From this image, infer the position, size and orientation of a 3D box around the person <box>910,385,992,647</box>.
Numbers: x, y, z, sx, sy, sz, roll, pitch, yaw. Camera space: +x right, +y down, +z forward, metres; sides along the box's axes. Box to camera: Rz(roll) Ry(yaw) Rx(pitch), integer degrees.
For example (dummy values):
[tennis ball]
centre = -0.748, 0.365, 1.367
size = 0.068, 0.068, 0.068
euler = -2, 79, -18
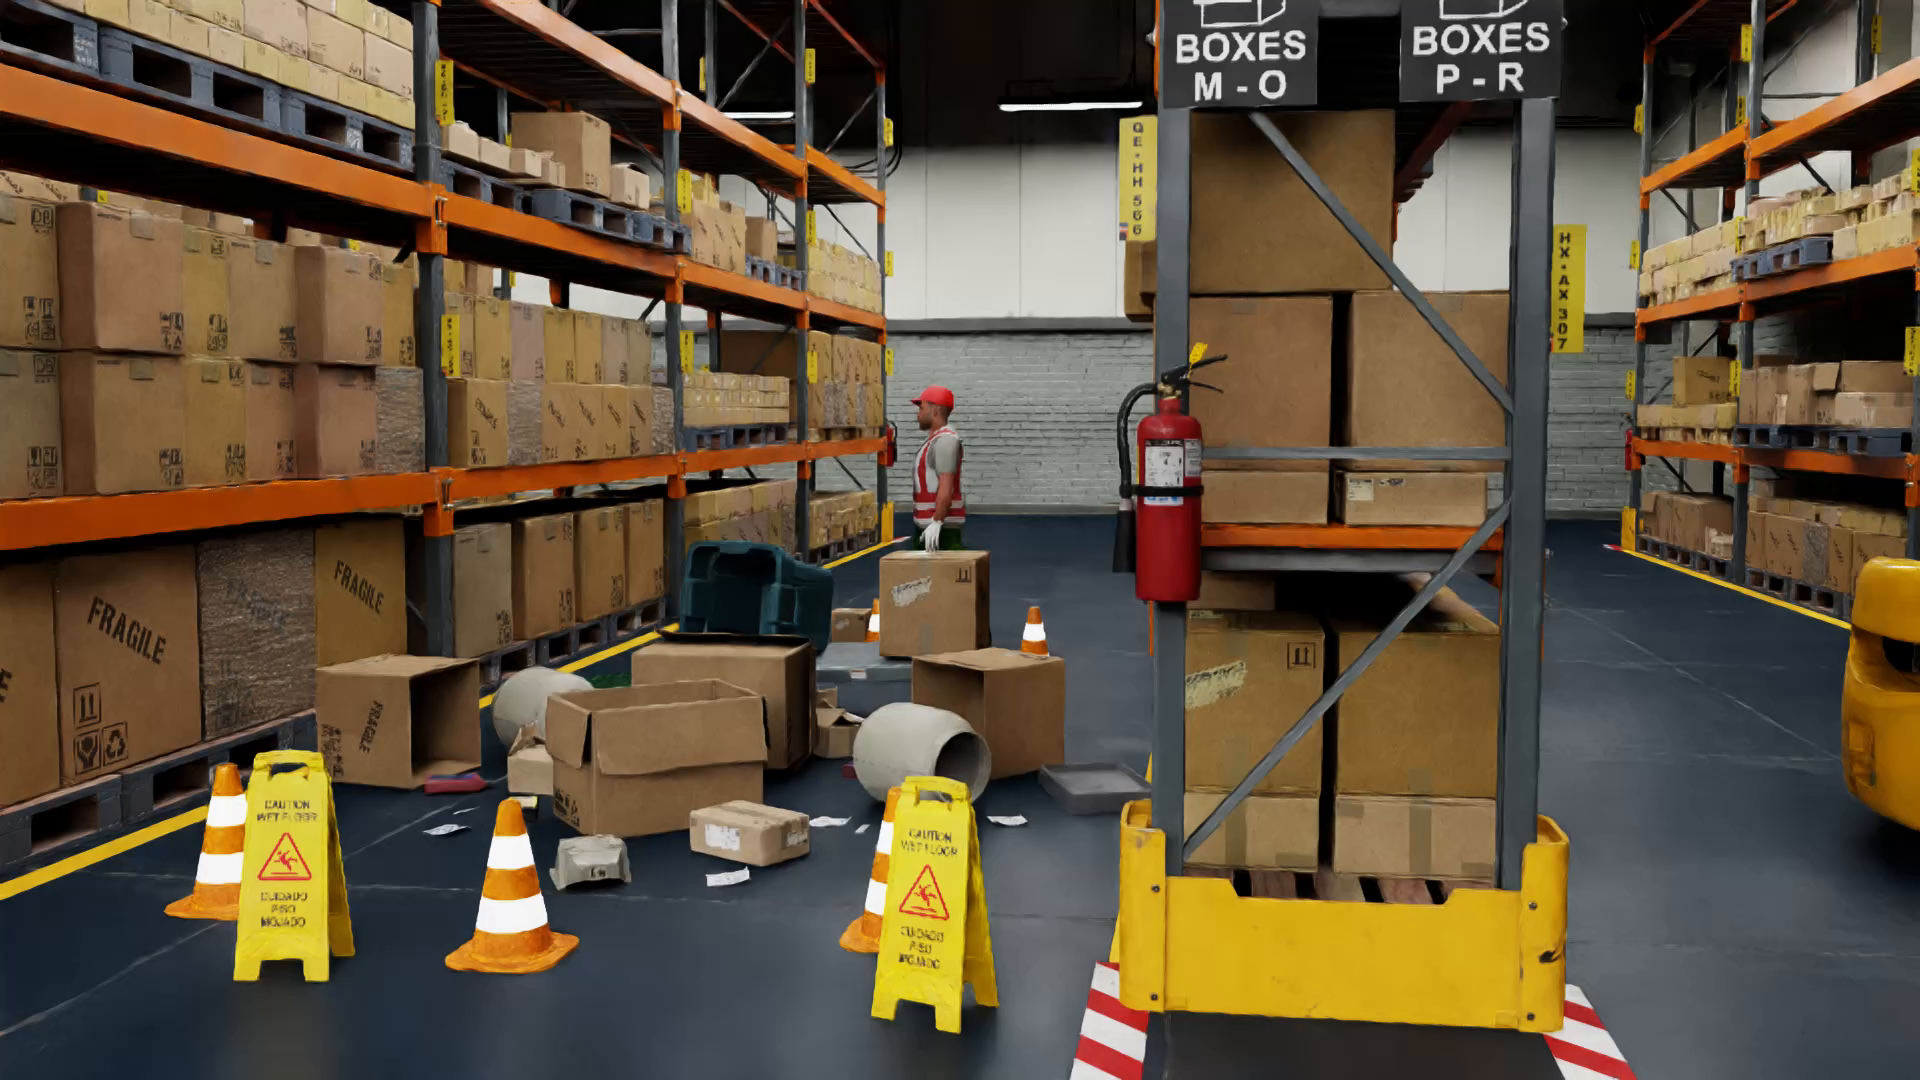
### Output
[person]
centre = -0.152, -0.081, 10.486
size = 0.680, 1.783, 0.741
euler = -1, 4, -12
